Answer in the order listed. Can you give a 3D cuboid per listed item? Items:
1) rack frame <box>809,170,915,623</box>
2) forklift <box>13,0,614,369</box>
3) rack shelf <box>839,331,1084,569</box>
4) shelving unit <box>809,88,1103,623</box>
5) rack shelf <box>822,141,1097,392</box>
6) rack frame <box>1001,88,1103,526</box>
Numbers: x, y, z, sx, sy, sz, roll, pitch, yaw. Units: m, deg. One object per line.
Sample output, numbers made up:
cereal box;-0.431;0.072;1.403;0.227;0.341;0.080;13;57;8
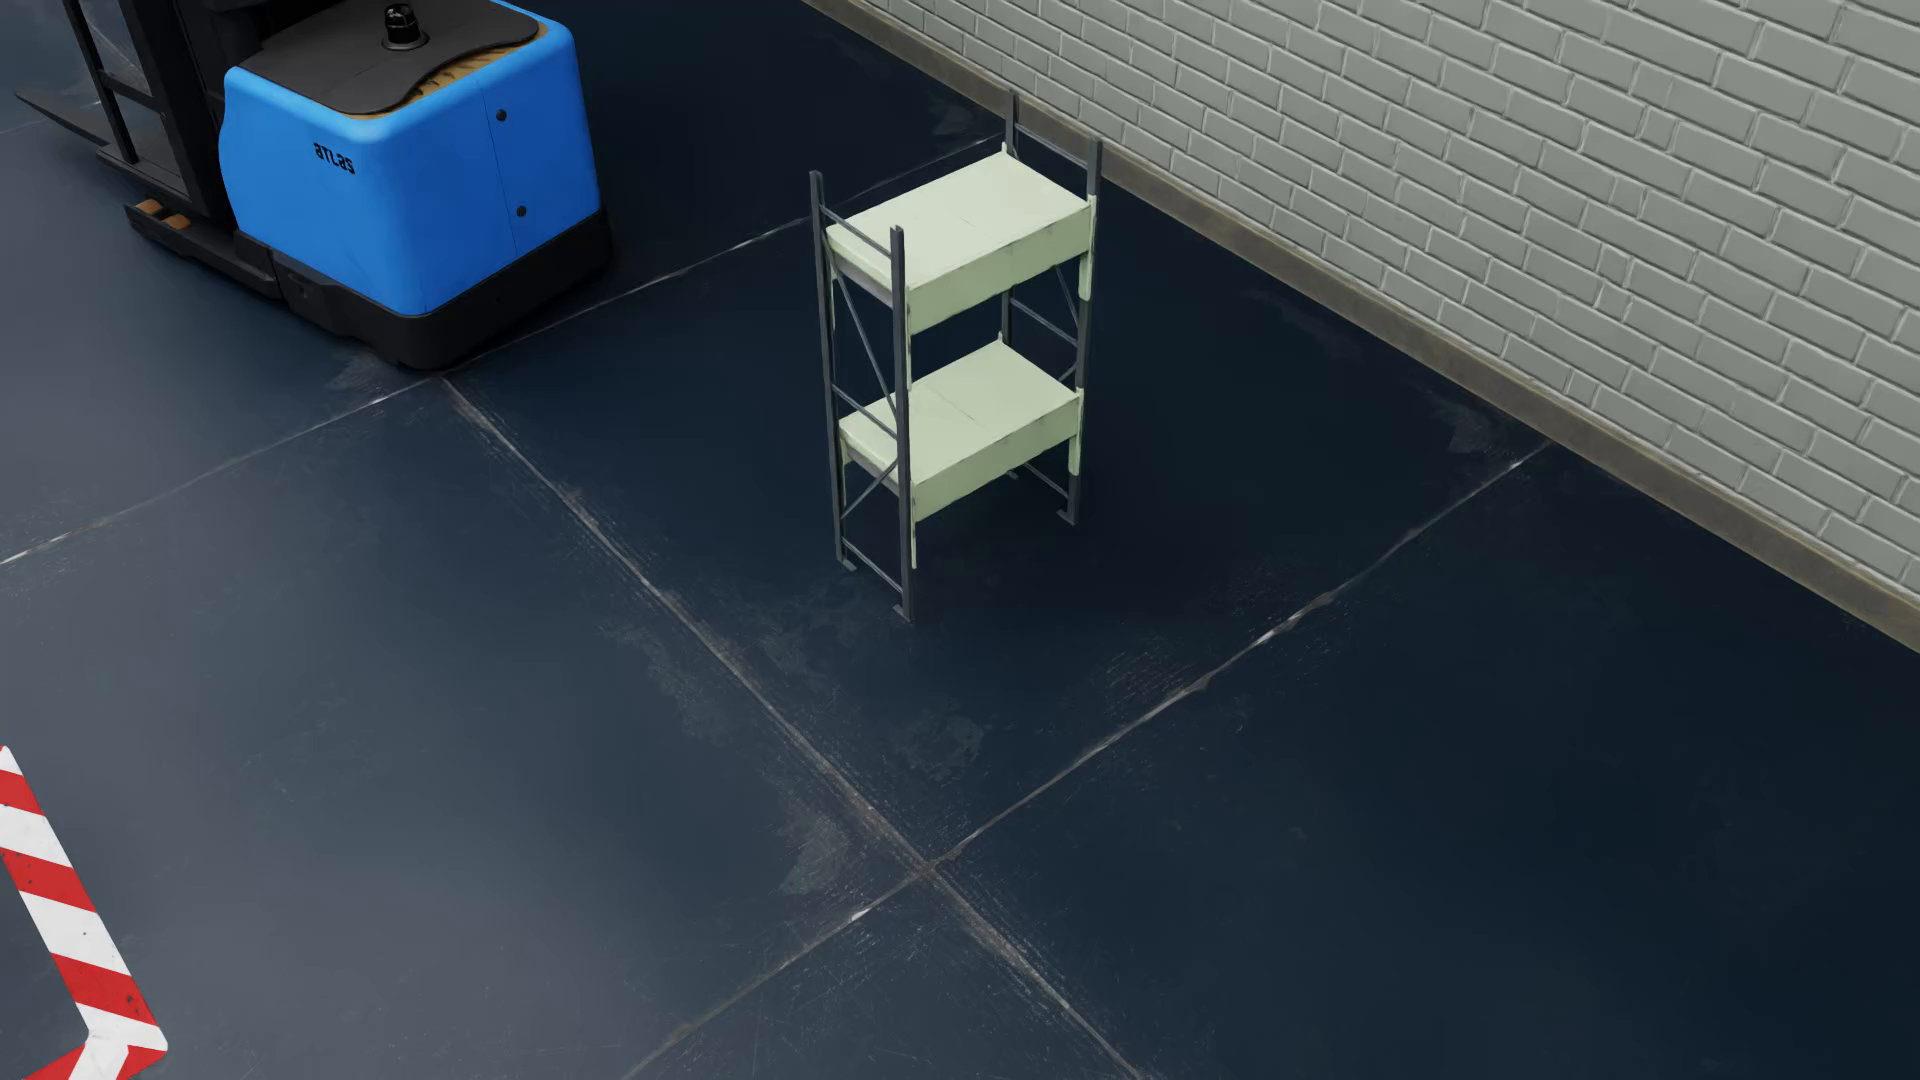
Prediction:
rack frame;-0.286;-0.383;5.062;0.023;1.500;0.400;-30;51;-28
forklift;-2.926;-2.540;6.314;3.031;2.935;1.130;27;49;26
rack shelf;-0.005;-0.306;5.457;0.720;0.370;0.431;-30;51;-28
shelving unit;-0.005;-0.544;5.233;0.755;1.500;0.431;-30;51;-28
rack shelf;-0.005;-0.828;4.966;0.720;0.370;0.431;-30;51;-28
rack frame;0.276;-0.705;5.405;0.023;1.500;0.400;-30;51;-28
